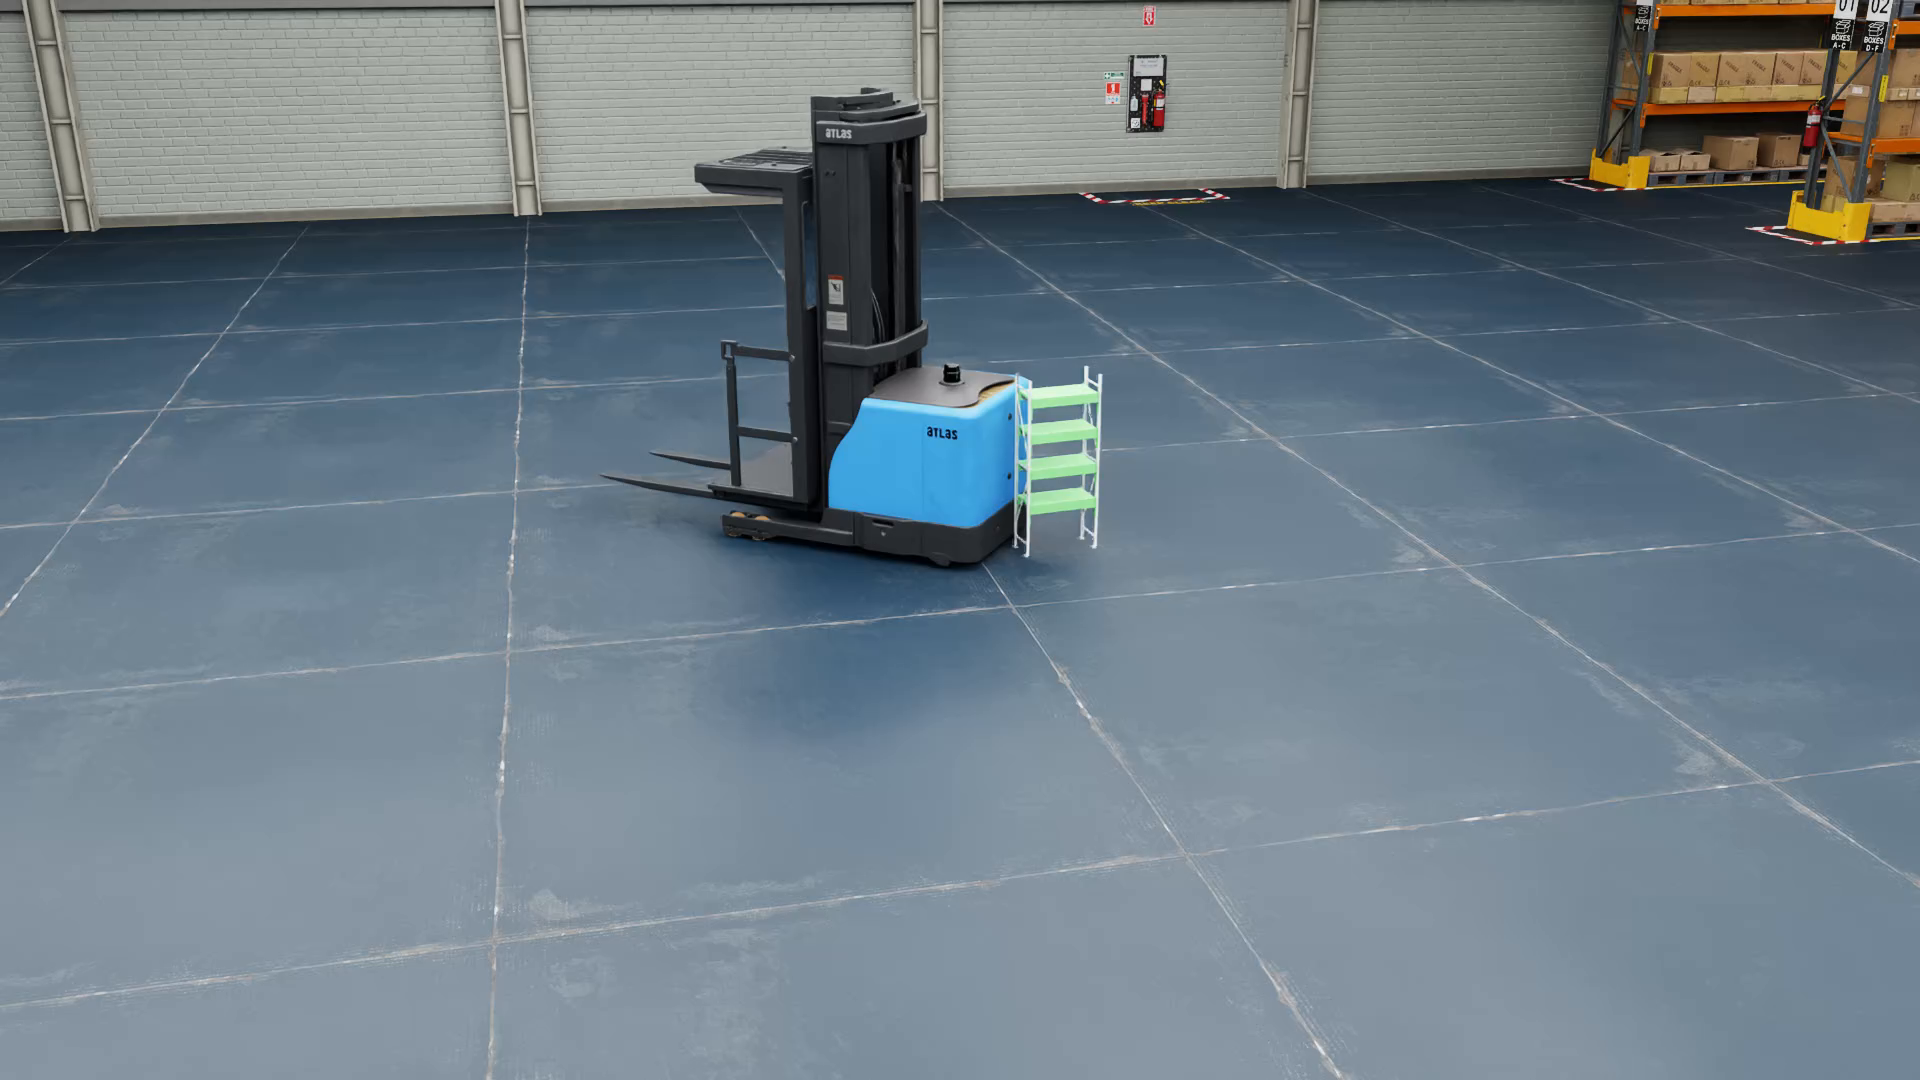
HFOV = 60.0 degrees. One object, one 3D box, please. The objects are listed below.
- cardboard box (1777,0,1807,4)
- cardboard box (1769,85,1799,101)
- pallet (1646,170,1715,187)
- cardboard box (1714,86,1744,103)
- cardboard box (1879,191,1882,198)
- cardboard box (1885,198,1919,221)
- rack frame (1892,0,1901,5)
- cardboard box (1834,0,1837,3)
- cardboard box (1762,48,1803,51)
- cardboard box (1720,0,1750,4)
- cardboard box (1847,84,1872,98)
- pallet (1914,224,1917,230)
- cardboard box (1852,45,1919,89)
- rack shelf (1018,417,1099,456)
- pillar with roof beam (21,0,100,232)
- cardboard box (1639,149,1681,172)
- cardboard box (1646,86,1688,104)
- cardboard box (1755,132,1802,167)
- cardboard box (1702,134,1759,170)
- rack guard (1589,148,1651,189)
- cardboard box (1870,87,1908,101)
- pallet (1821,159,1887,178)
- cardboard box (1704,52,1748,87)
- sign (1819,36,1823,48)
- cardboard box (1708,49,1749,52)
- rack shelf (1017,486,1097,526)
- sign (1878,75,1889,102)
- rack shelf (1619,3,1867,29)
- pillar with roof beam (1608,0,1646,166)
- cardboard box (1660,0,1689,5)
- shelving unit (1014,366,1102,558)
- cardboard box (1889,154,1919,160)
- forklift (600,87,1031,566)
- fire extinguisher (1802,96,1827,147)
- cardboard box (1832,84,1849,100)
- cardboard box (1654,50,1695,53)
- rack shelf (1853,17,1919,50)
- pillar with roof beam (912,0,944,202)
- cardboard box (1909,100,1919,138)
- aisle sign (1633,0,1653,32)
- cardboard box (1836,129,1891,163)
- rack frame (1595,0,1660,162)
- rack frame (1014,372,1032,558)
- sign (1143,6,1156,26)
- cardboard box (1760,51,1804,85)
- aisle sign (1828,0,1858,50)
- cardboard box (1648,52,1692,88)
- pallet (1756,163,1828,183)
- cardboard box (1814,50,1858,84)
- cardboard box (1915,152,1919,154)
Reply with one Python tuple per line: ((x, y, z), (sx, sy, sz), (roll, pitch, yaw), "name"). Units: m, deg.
((13.147, -8.826, 26.512), (0.500, 0.500, 0.500), (-5, 21, -15), "cardboard box")
((13.244, -7.294, 27.055), (0.500, 0.250, 0.500), (-5, 21, -13), "cardboard box")
((11.588, -6.008, 27.410), (1.213, 0.211, 1.003), (-5, 21, -12), "pallet")
((12.262, -7.215, 26.838), (0.500, 0.250, 0.500), (-5, 21, -13), "cardboard box")
((12.796, -4.693, 23.151), (0.500, 0.250, 0.500), (-5, 21, -12), "cardboard box")
((12.917, -4.516, 22.670), (0.500, 0.250, 0.500), (-5, 21, -12), "cardboard box")
((11.858, -8.418, 21.213), (0.127, 3.000, 1.000), (-5, 21, -12), "rack frame")
((14.171, -8.918, 26.763), (0.500, 0.500, 0.500), (-4, 21, -11), "cardboard box")
((13.598, -7.860, 27.510), (0.500, 0.500, 0.500), (-5, 21, -13), "cardboard box")
((12.133, -8.740, 26.277), (0.500, 0.500, 0.500), (-4, 20, -10), "cardboard box")
((12.186, -6.047, 22.373), (0.250, 0.149, 0.380), (-5, 21, -13), "cardboard box")
((13.778, -4.462, 23.189), (1.213, 0.211, 1.003), (-5, 21, -12), "pallet")
((12.367, -6.294, 22.105), (0.500, 0.500, 0.700), (-5, 21, -12), "cardboard box")
((0.640, -0.680, 10.915), (0.480, 0.148, 0.258), (-7, 21, -19), "rack shelf")
((-11.168, -7.081, 17.561), (0.400, 9.000, 9.100), (-5, 21, -12), "pillar with roof beam")
((11.409, -6.228, 27.225), (0.500, 0.311, 0.500), (-7, 21, -19), "cardboard box")
((11.263, -7.131, 26.609), (0.500, 0.250, 0.500), (-5, 21, -14), "cardboard box")
((13.607, -6.513, 27.729), (0.500, 0.500, 0.500), (-6, 21, -17), "cardboard box")
((12.689, -6.403, 27.428), (0.500, 0.500, 0.700), (-6, 21, -16), "cardboard box")
((10.789, -6.092, 27.217), (0.348, 0.500, 1.175), (-5, 21, -12), "rack guard")
((12.290, -5.912, 22.004), (0.250, 0.149, 0.380), (-5, 21, -13), "cardboard box")
((15.365, -6.329, 28.284), (1.213, 0.211, 1.003), (-5, 21, -12), "pallet")
((12.236, -7.562, 26.696), (0.500, 0.500, 0.500), (-5, 21, -14), "cardboard box")
((14.476, -8.305, 27.942), (0.005, 0.325, 0.100), (-5, 21, -12), "sign")
((12.609, -7.778, 27.285), (0.500, 0.500, 0.500), (-4, 21, -12), "cardboard box")
((0.640, -0.229, 11.080), (0.480, 0.148, 0.258), (-7, 21, -19), "rack shelf")
((11.980, -5.859, 21.574), (0.005, 0.325, 0.100), (-5, 21, -12), "sign")
((12.661, -8.488, 26.811), (4.000, 0.370, 1.077), (-5, 21, -12), "rack shelf")
((12.188, -8.980, 22.747), (0.400, 9.000, 9.100), (-5, 21, -12), "pillar with roof beam")
((11.098, -8.667, 26.078), (0.500, 0.500, 0.500), (-4, 21, -11), "cardboard box")
((0.640, -0.515, 10.975), (0.503, 1.200, 0.258), (-7, 21, -19), "shelving unit")
((13.282, -5.086, 23.134), (0.500, 0.500, 0.500), (-5, 21, -12), "cardboard box")
((-1.071, -1.526, 11.219), (3.031, 2.935, 1.130), (9, 22, 23), "forklift")
((11.637, -5.711, 22.657), (0.183, 0.674, 0.296), (-5, 21, -12), "fire extinguisher")
((14.216, -7.376, 27.278), (0.500, 0.250, 0.500), (-5, 21, -12), "cardboard box")
((11.617, -7.695, 27.060), (0.500, 0.500, 0.500), (-4, 21, -12), "cardboard box")
((13.805, -6.830, 22.285), (4.000, 0.370, 1.077), (-5, 21, -12), "rack shelf")
((0.510, -8.030, 20.154), (0.400, 9.000, 9.100), (-5, 21, -12), "pillar with roof beam")
((12.826, -5.724, 22.435), (0.500, 0.500, 0.700), (-4, 21, -11), "cardboard box")
((10.714, -8.374, 26.034), (0.004, 0.787, 0.394), (-5, 21, -12), "aisle sign")
((15.320, -6.673, 28.164), (0.500, 0.500, 0.700), (-4, 20, -11), "cardboard box")
((10.715, -7.259, 26.771), (0.127, 3.000, 1.000), (-5, 21, -12), "rack frame")
((0.411, -0.486, 10.897), (0.015, 1.200, 0.240), (-7, 21, -19), "rack frame")
((2.914, -8.068, 25.608), (0.199, 0.298, 0.001), (-5, 21, -12), "sign")
((13.242, -7.648, 26.932), (0.500, 0.500, 0.500), (-5, 21, -14), "cardboard box")
((11.727, -6.915, 22.052), (0.004, 0.787, 0.394), (-5, 21, -12), "aisle sign")
((11.249, -7.488, 26.493), (0.500, 0.500, 0.500), (-5, 21, -12), "cardboard box")
((13.962, -6.202, 27.937), (1.213, 0.211, 1.003), (-5, 21, -12), "pallet")
((14.219, -7.726, 27.144), (0.500, 0.500, 0.500), (-5, 21, -13), "cardboard box")
((16.317, -6.757, 28.395), (0.500, 0.500, 0.700), (-4, 21, -12), "cardboard box")
